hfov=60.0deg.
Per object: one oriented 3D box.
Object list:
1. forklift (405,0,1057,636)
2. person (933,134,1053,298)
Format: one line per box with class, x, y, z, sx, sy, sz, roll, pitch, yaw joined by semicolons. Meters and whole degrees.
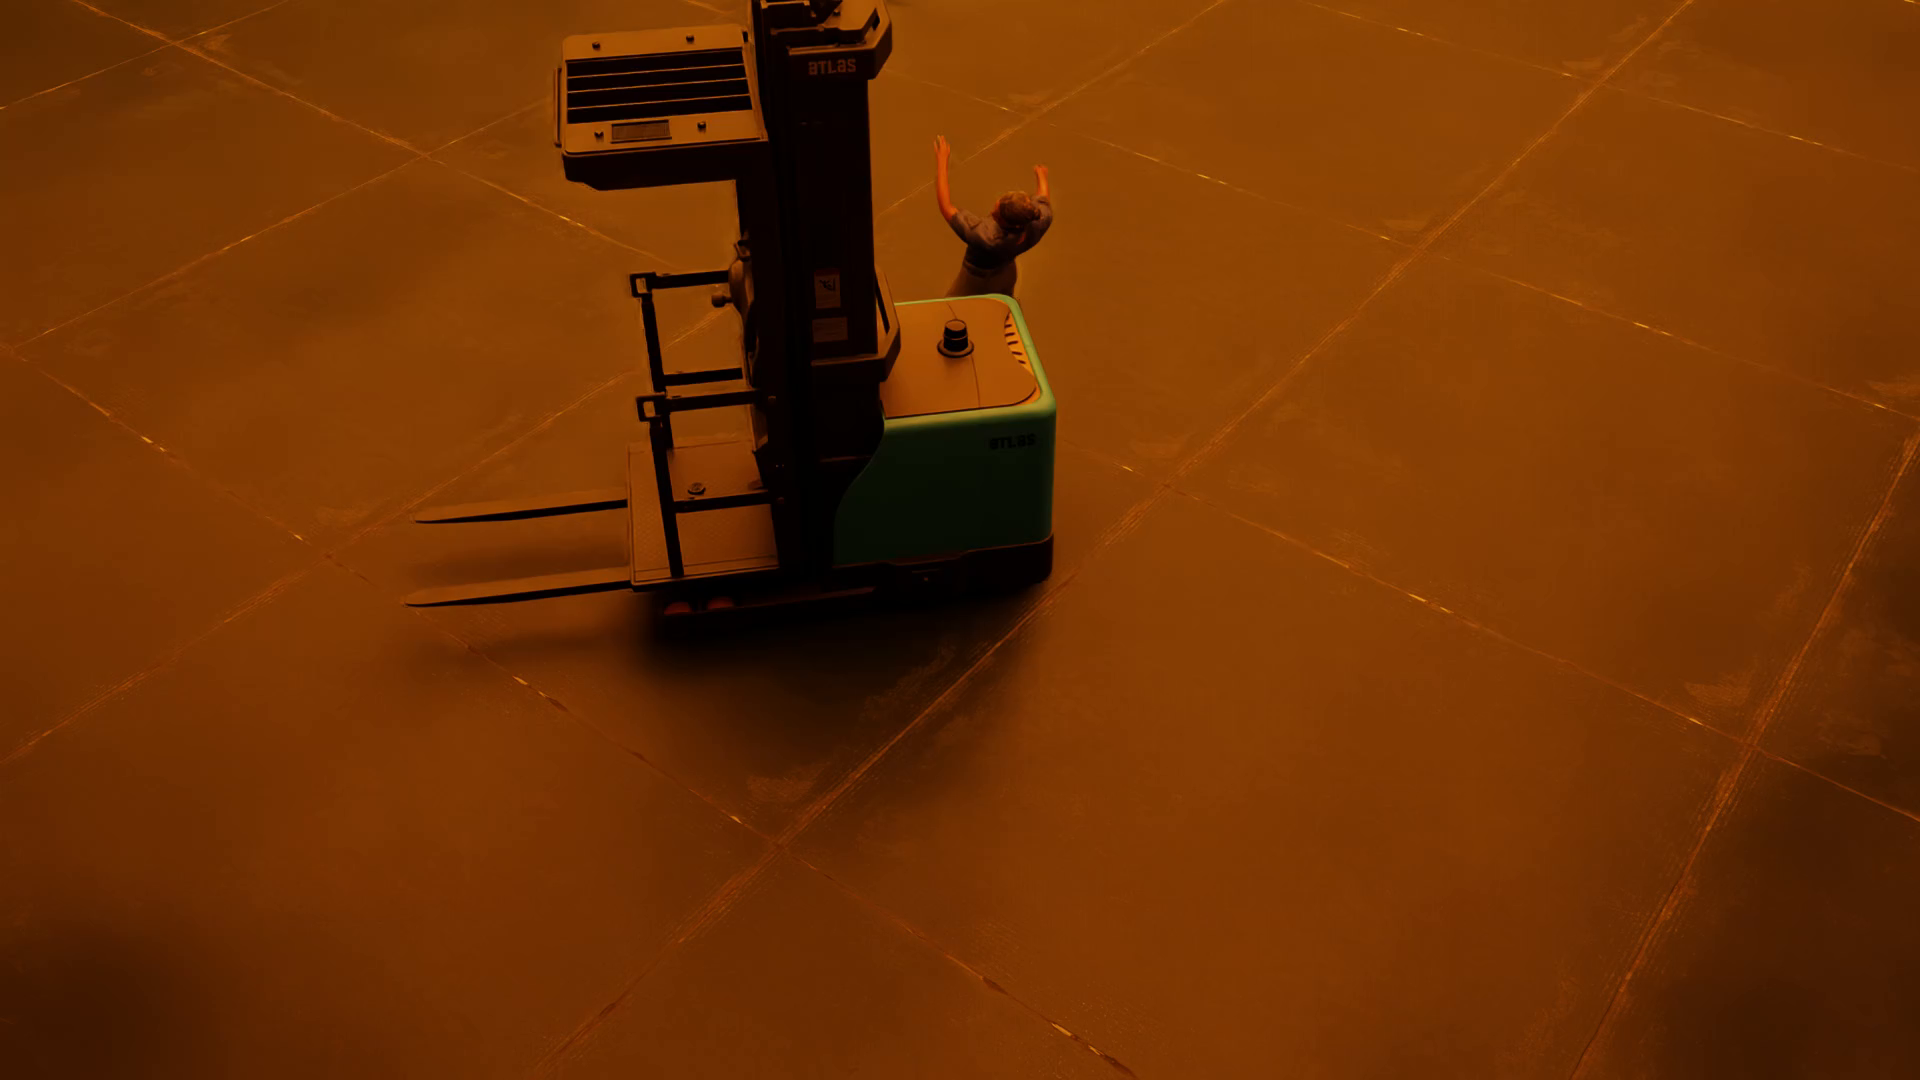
forklift;-1.119;-1.035;7.288;3.031;2.935;1.130;-7;41;-8
person;0.245;-1.456;8.879;0.686;1.471;1.015;25;46;27
